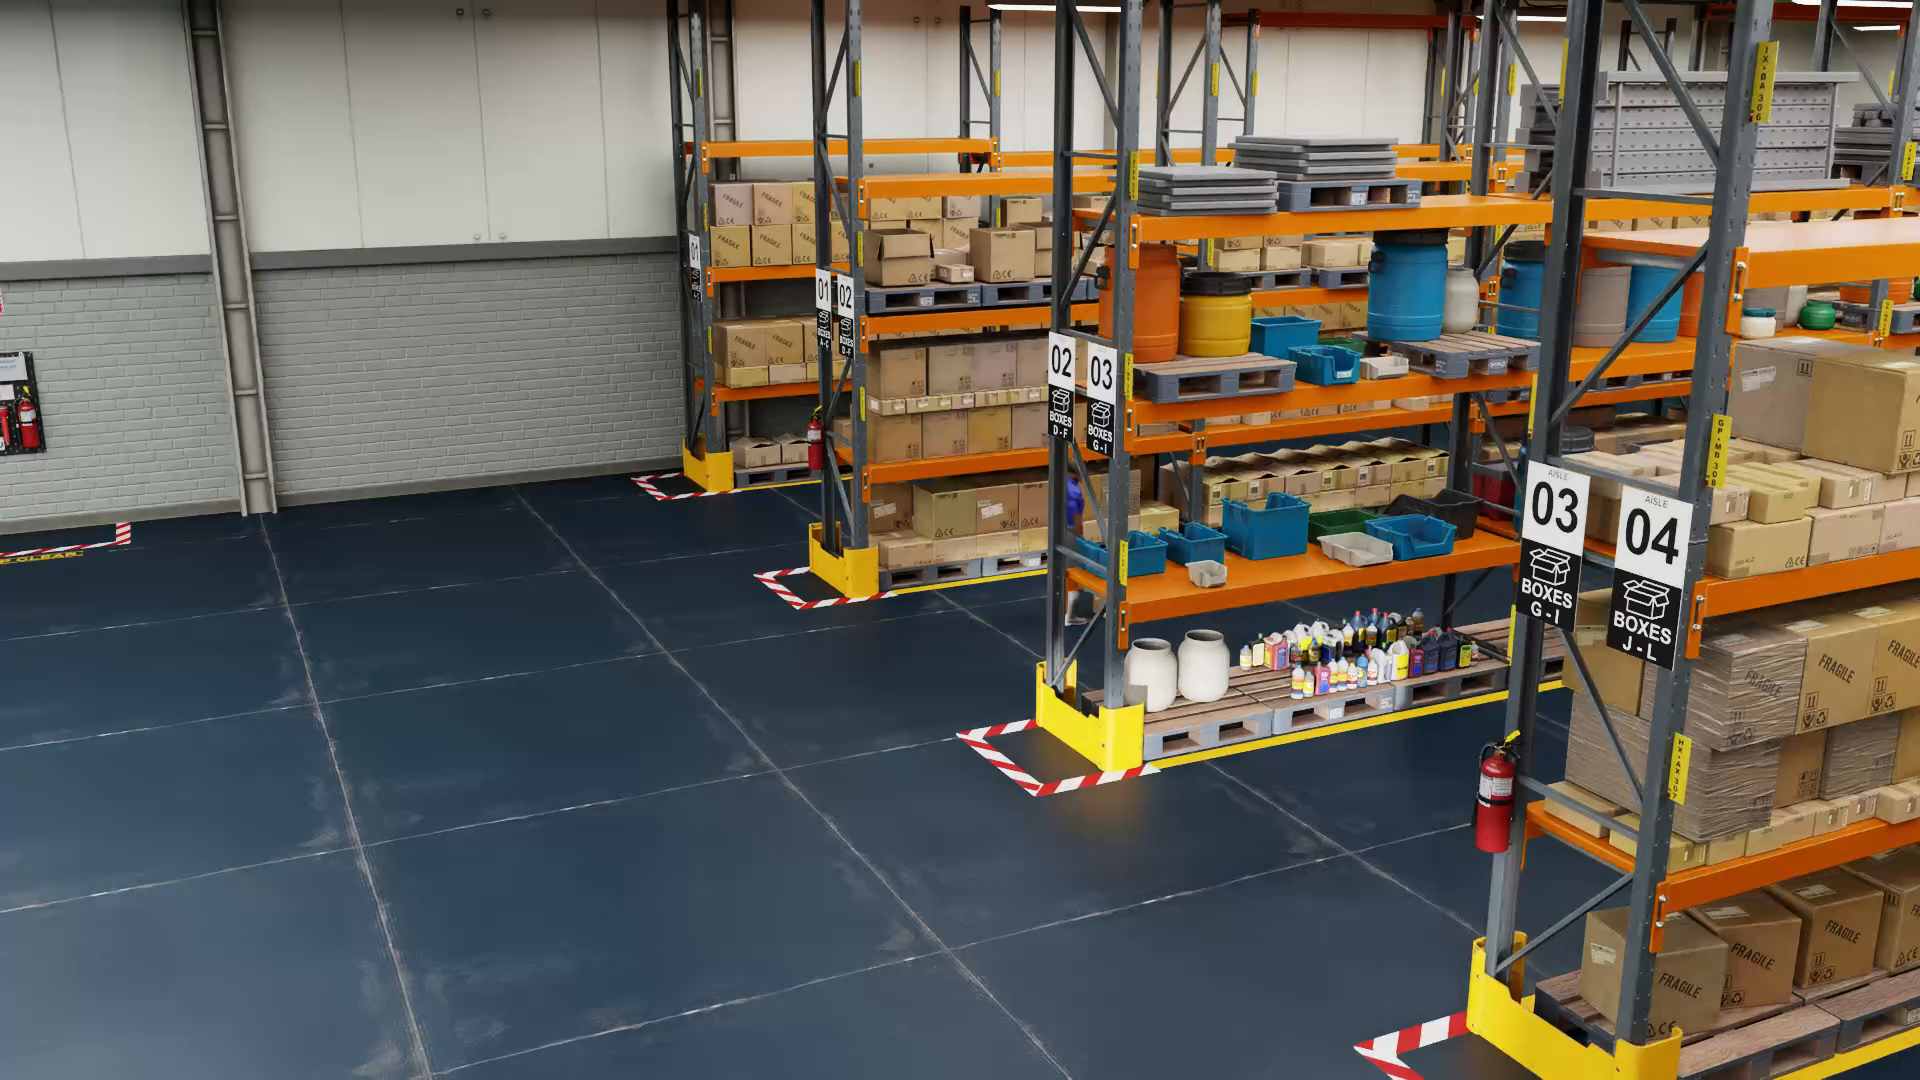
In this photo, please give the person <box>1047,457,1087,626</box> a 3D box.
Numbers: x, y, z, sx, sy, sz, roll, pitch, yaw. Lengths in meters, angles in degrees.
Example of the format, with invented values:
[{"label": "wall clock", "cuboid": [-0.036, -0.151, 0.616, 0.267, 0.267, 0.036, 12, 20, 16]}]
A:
[{"label": "person", "cuboid": [1.024, 0.003, 15.879, 0.379, 1.610, 0.457, -7, 17, -24]}]
